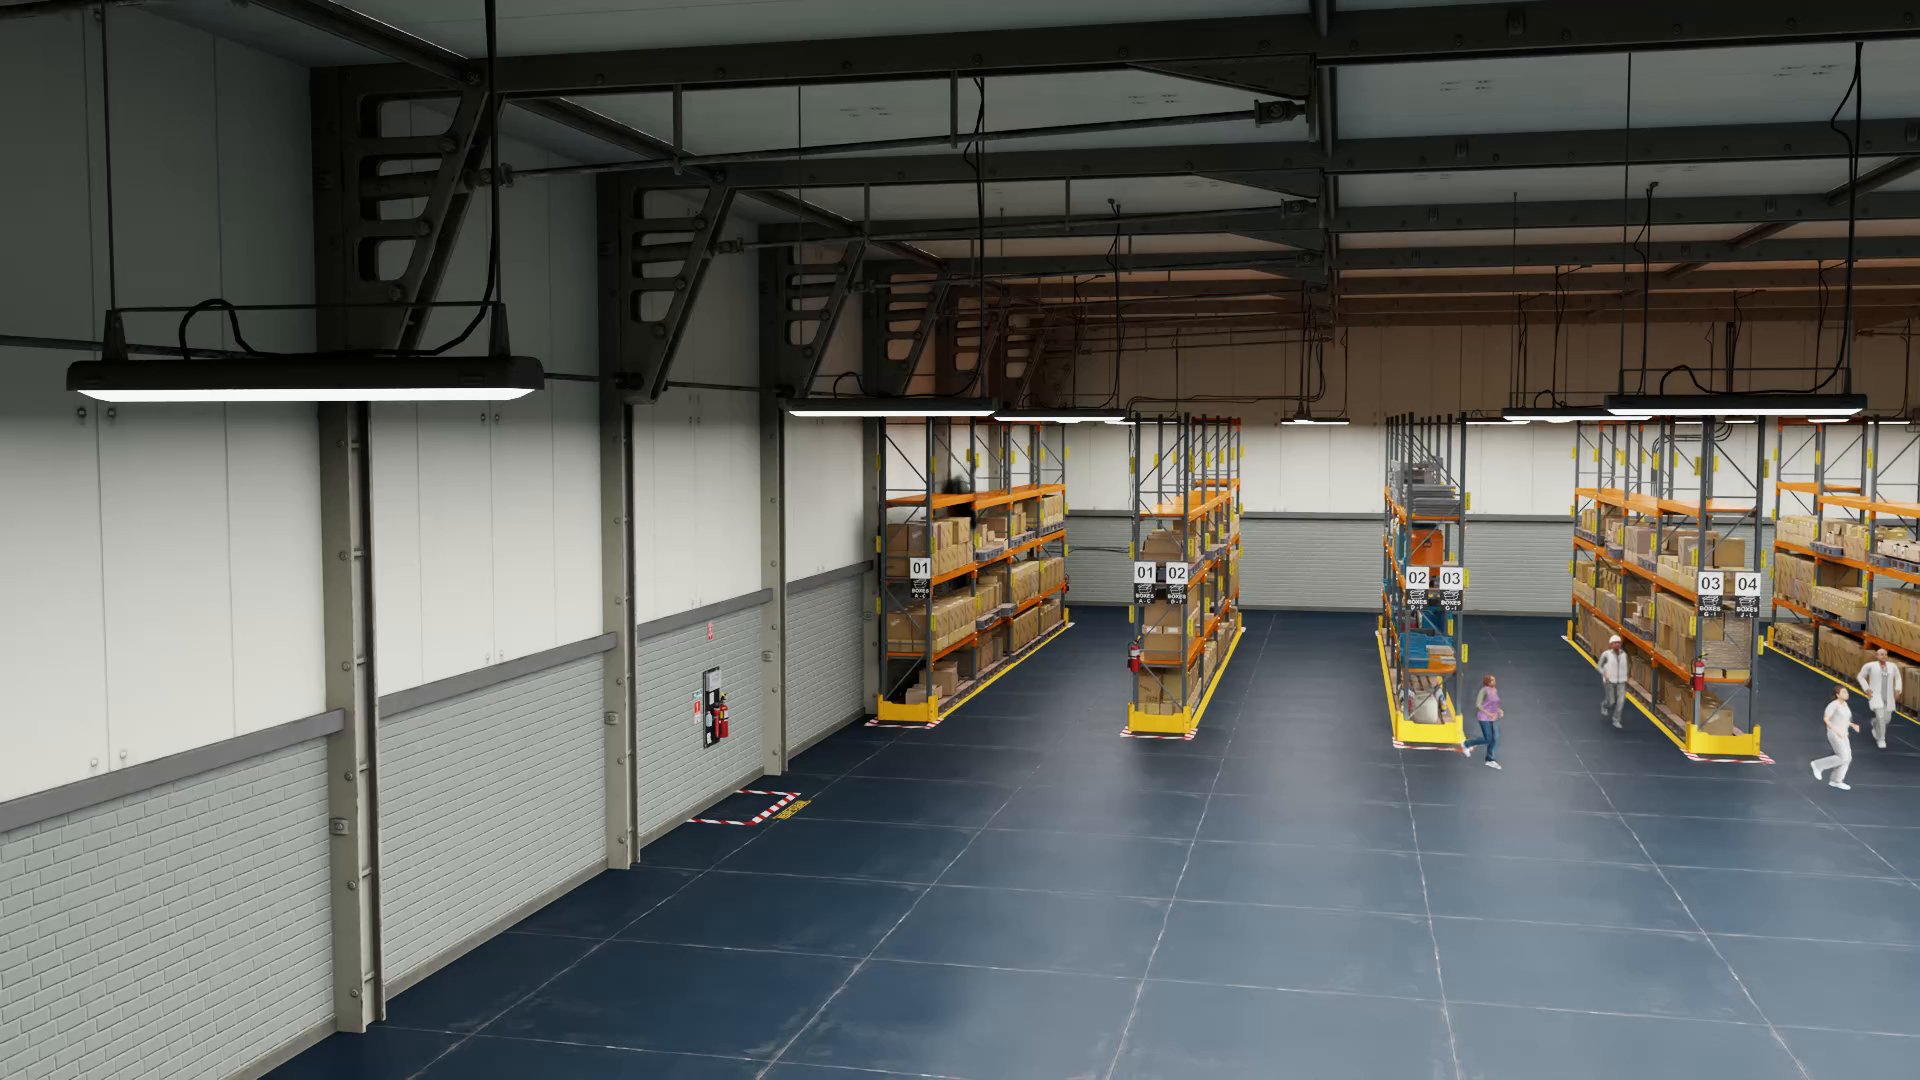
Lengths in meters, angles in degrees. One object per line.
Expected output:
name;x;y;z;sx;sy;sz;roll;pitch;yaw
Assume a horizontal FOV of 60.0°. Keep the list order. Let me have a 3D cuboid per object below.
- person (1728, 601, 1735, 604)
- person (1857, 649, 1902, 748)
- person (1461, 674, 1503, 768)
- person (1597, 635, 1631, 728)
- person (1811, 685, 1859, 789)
person;19.614;1.956;42.331;0.688;1.830;0.854;1;4;19
person;16.608;2.828;30.039;0.731;1.755;0.802;0;4;7
person;8.890;3.046;28.181;0.542;1.585;0.679;-3;5;-41
person;12.584;2.704;31.980;0.663;1.750;0.756;0;4;3
person;13.974;3.122;26.519;0.562;1.640;0.611;-3;5;-37
